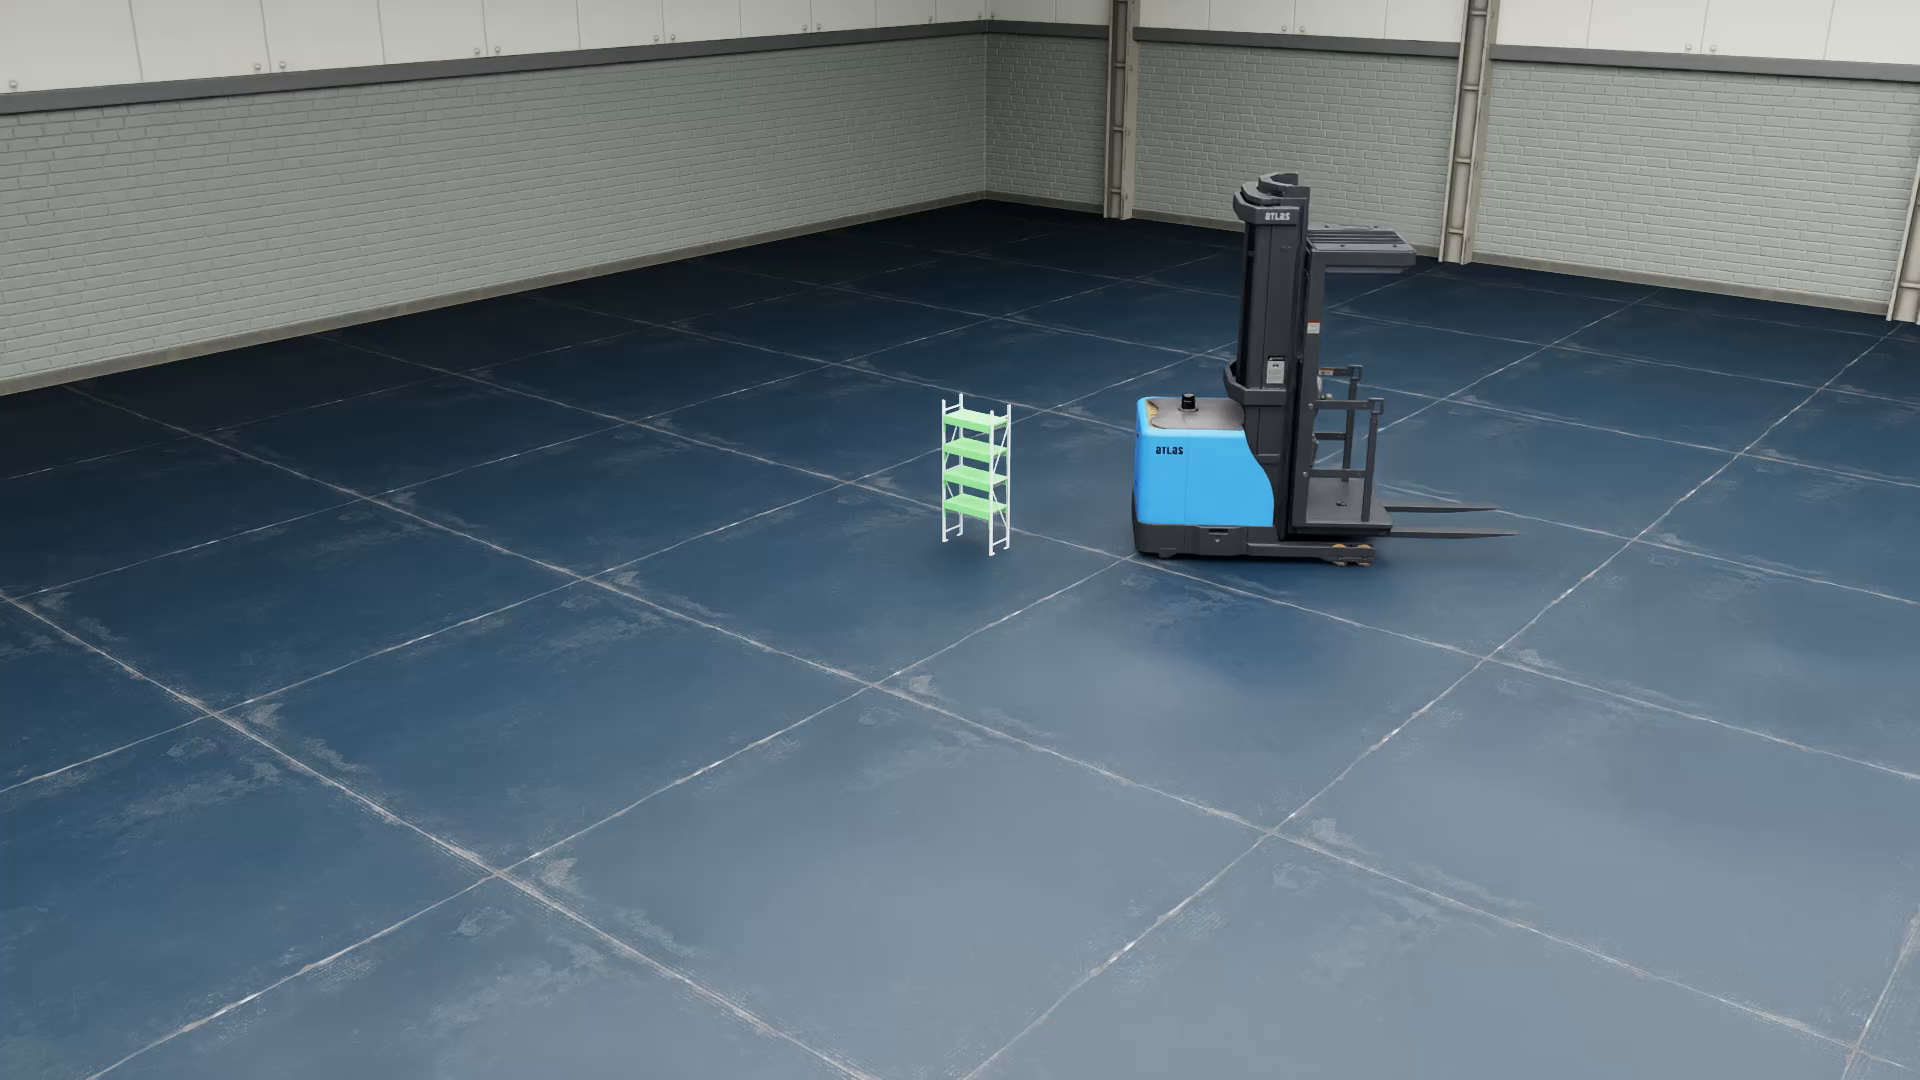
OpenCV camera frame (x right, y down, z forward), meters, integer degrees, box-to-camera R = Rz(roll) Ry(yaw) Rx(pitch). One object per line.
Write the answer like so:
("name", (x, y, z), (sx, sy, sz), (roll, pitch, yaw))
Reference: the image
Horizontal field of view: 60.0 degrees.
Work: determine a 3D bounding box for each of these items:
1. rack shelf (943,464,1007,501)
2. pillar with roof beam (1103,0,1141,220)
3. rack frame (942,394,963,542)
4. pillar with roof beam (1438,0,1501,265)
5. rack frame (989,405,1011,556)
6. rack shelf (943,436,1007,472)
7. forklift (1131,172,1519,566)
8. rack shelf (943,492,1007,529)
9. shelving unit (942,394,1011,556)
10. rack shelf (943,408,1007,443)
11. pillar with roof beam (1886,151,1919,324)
("rack shelf", (0.128, -0.465, 13.381), (0.480, 0.148, 0.258), (16, 26, 36))
("pillar with roof beam", (-0.047, -8.494, 23.439), (0.400, 9.000, 9.100), (16, 26, 36))
("rack frame", (-0.061, -0.579, 13.503), (0.015, 1.200, 0.240), (16, 26, 36))
("pillar with roof beam", (4.602, -7.155, 19.889), (0.400, 9.000, 9.100), (16, 26, 36))
("rack frame", (0.317, -0.470, 13.214), (0.015, 1.200, 0.240), (16, 26, 36))
("rack shelf", (0.128, -0.689, 13.296), (0.480, 0.148, 0.258), (16, 26, 36))
("forklift", (2.939, -1.360, 13.121), (3.031, 2.935, 1.130), (1, 21, 3))
("rack shelf", (0.128, -0.240, 13.466), (0.480, 0.148, 0.258), (16, 26, 36))
("shelving unit", (0.128, -0.524, 13.359), (0.503, 1.200, 0.258), (16, 26, 36))
("rack shelf", (0.128, -0.914, 13.212), (0.480, 0.148, 0.258), (16, 26, 36))
("pillar with roof beam", (9.250, -5.817, 16.340), (0.400, 9.000, 9.100), (16, 26, 36))
